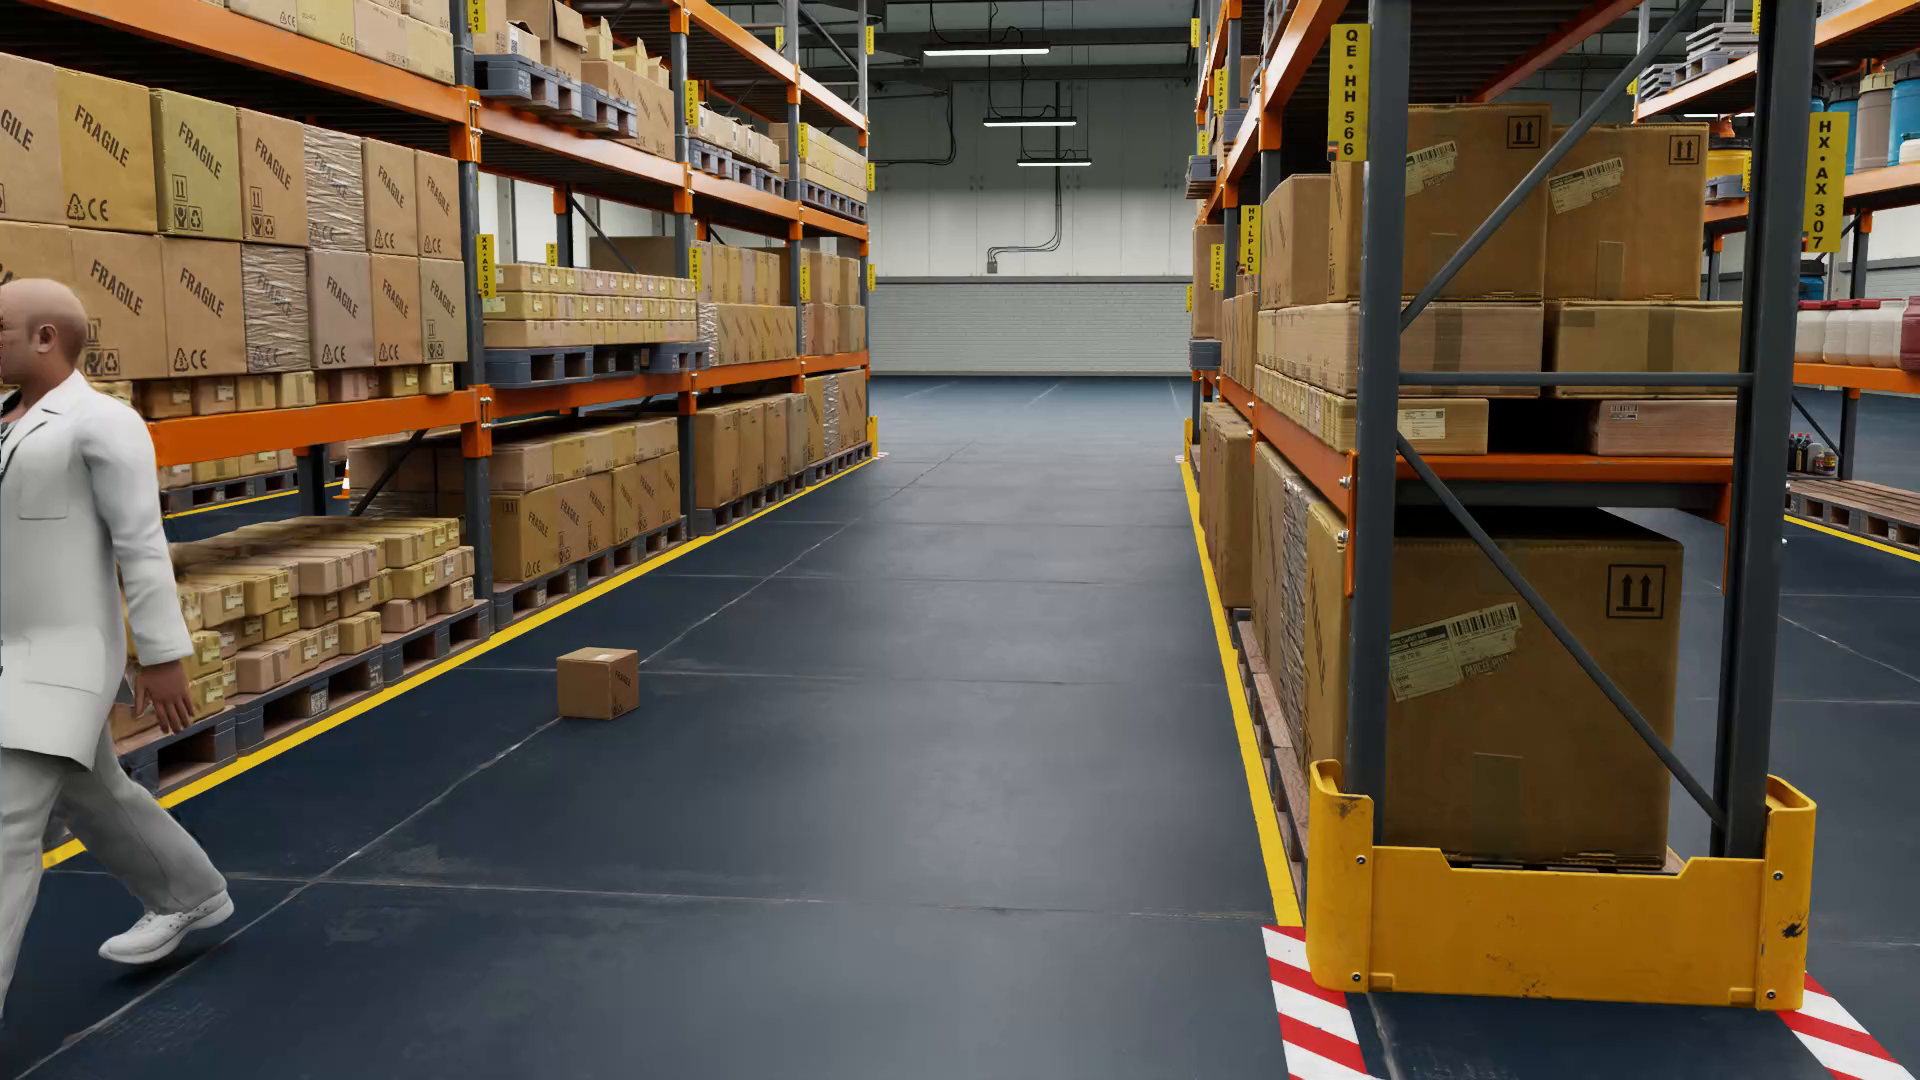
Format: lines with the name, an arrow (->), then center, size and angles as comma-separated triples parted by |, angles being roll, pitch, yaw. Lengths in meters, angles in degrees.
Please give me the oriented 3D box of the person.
person -> -2.177, 0.259, 3.827 | 0.618, 1.708, 1.137 | 5, 9, 31
